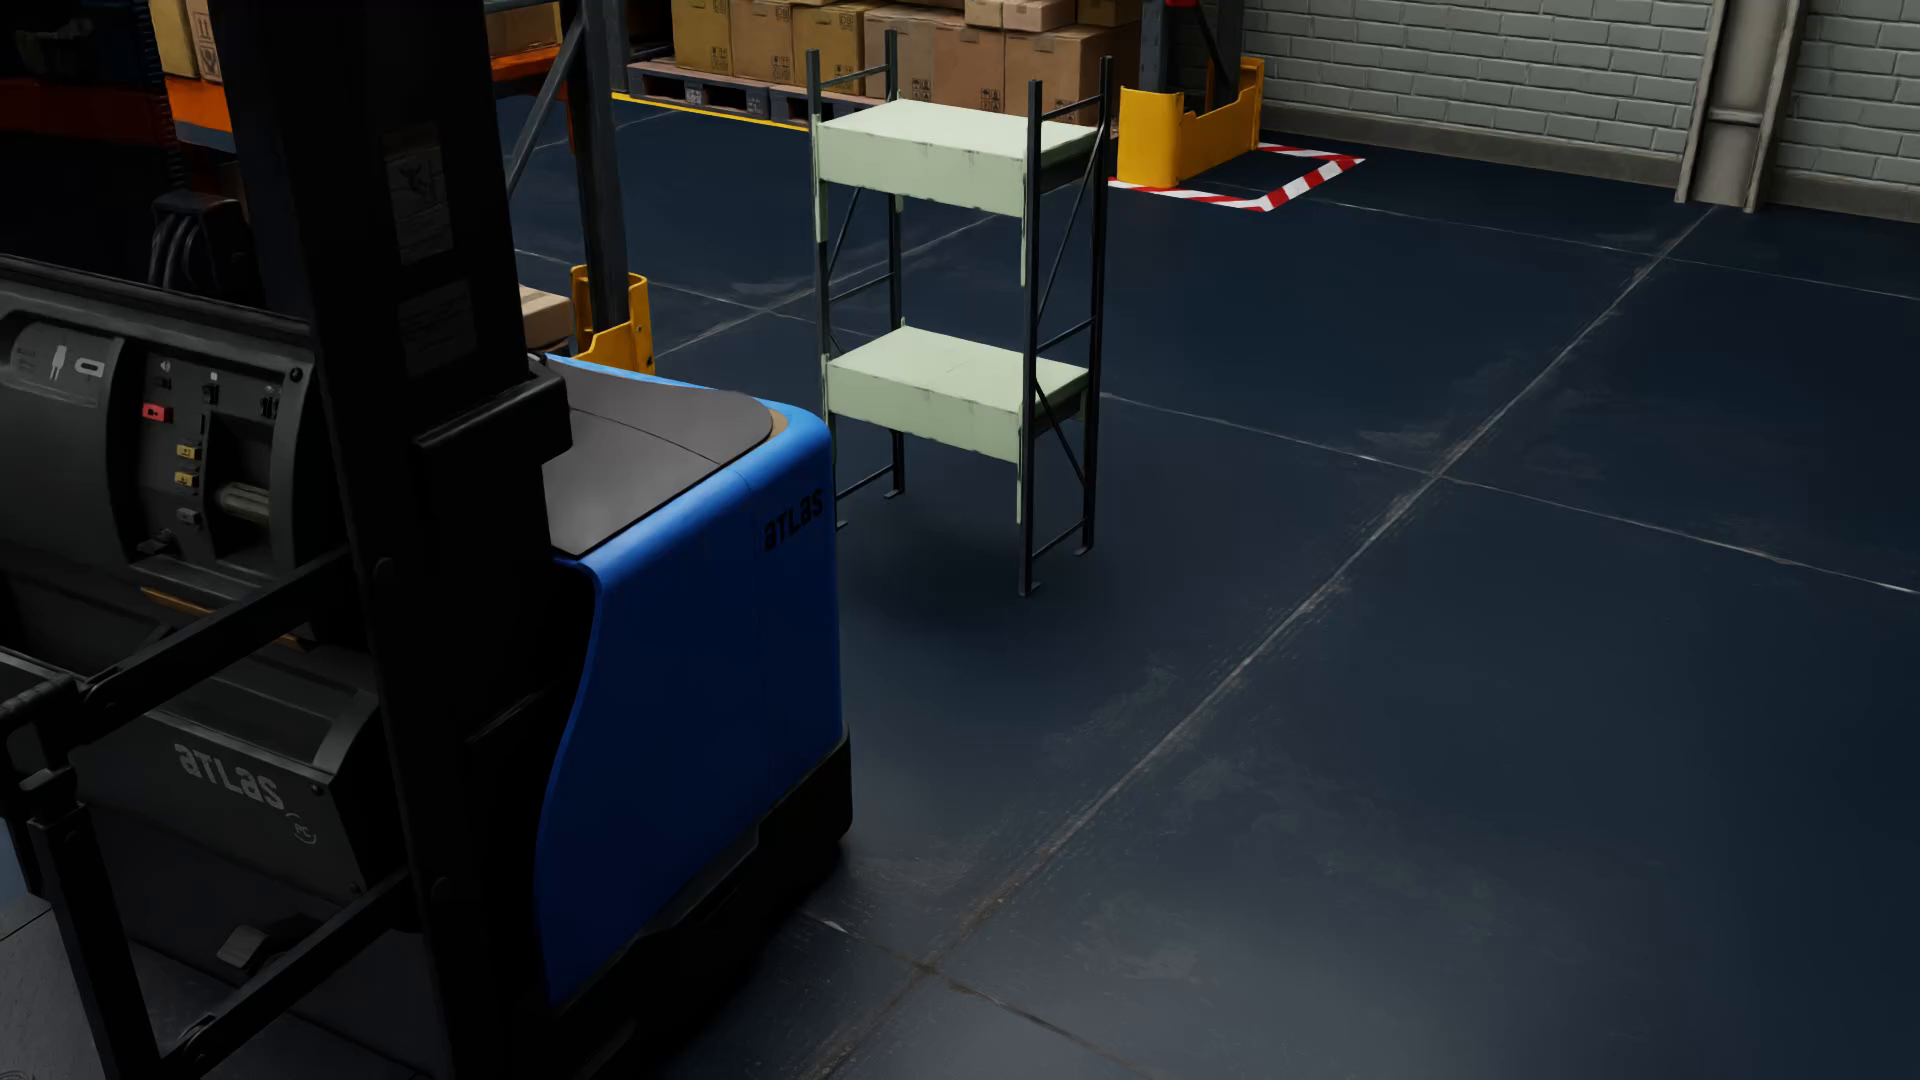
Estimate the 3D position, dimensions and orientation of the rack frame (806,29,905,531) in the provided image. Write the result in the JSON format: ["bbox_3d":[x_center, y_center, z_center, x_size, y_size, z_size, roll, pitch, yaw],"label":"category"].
[{"bbox_3d":[-0.307,-0.764,5.098,0.023,1.500,0.400,17,32,30],"label":"rack frame"}]

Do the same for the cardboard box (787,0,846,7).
[{"bbox_3d":[-0.841,-3.361,10.125,0.250,0.149,0.380,16,31,29],"label":"cardboard box"}]

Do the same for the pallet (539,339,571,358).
[{"bbox_3d":[-2.233,-0.620,6.237,1.213,0.211,1.003,17,32,30],"label":"pallet"}]

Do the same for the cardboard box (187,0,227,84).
[{"bbox_3d":[-2.036,-1.697,5.167,0.500,0.500,0.500,18,32,32],"label":"cardboard box"}]

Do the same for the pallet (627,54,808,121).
[{"bbox_3d":[-1.426,-3.052,11.015,1.213,0.211,1.003,17,32,30],"label":"pallet"}]

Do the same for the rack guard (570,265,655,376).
[{"bbox_3d":[-1.576,-0.545,5.769,0.348,0.500,1.175,17,32,30],"label":"rack guard"}]

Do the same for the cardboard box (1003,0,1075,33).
[{"bbox_3d":[0.446,-2.962,9.340,0.250,0.149,0.380,17,31,30],"label":"cardboard box"}]

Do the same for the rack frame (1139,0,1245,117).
[{"bbox_3d":[1.288,-3.492,8.805,0.127,3.000,1.000,17,32,30],"label":"rack frame"}]

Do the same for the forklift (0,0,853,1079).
[{"bbox_3d":[-1.383,-0.125,2.263,1.130,2.935,3.031,14,30,25],"label":"forklift"}]

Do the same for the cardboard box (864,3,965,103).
[{"bbox_3d":[-0.173,-2.965,10.062,0.500,0.500,0.700,16,31,29],"label":"cardboard box"}]

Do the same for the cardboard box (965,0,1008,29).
[{"bbox_3d":[0.235,-3.027,9.469,0.250,0.149,0.380,18,32,32],"label":"cardboard box"}]

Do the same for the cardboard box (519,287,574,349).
[{"bbox_3d":[-1.664,-0.801,6.175,0.250,0.149,0.380,17,32,30],"label":"cardboard box"}]

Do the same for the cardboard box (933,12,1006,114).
[{"bbox_3d":[0.242,-2.836,9.809,0.500,0.500,0.700,17,32,30],"label":"cardboard box"}]

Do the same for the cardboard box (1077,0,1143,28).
[{"bbox_3d":[0.871,-3.040,9.493,0.250,0.149,0.380,18,32,31],"label":"cardboard box"}]

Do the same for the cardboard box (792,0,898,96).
[{"bbox_3d":[-0.616,-3.099,10.326,0.500,0.500,0.700,18,32,31],"label":"cardboard box"}]

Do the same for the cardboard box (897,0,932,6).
[{"bbox_3d":[-0.175,-3.364,10.132,0.250,0.149,0.380,18,32,31],"label":"cardboard box"}]

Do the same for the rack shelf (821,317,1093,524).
[{"bbox_3d":[-0.006,-0.380,5.061,0.720,0.370,0.431,17,32,30],"label":"rack shelf"}]

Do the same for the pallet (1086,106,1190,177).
[{"bbox_3d":[0.585,-2.426,9.784,1.213,0.211,1.003,17,32,30],"label":"pallet"}]

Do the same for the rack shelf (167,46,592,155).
[{"bbox_3d":[-3.162,-1.832,6.336,4.000,0.370,1.077,17,32,30],"label":"rack shelf"}]

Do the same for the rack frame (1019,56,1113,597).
[{"bbox_3d":[0.296,-0.576,4.729,0.023,1.500,0.400,17,32,30],"label":"rack frame"}]

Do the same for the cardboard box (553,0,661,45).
[{"bbox_3d":[-2.618,-3.867,11.448,0.750,0.750,0.750,18,32,31],"label":"cardboard box"}]

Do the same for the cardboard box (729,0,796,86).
[{"bbox_3d":[-1.038,-3.232,10.587,0.500,0.500,0.700,17,32,30],"label":"cardboard box"}]

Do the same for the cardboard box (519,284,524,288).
[{"bbox_3d":[-1.870,-0.873,6.297,0.250,0.166,0.380,17,32,30],"label":"cardboard box"}]

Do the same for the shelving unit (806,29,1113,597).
[{"bbox_3d":[-0.006,-0.670,4.913,0.755,1.500,0.431,17,32,30],"label":"shelving unit"}]

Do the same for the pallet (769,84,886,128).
[{"bbox_3d":[-0.416,-2.739,10.400,1.213,0.211,1.003,17,32,30],"label":"pallet"}]

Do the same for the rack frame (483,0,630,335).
[{"bbox_3d":[-1.513,-1.639,5.164,0.127,3.000,1.000,17,32,30],"label":"rack frame"}]

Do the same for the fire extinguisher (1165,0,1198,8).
[{"bbox_3d":[1.151,-3.080,8.492,0.183,0.674,0.296,17,32,30],"label":"fire extinguisher"}]

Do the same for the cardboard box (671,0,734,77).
[{"bbox_3d":[-1.450,-3.362,10.842,0.500,0.500,0.700,18,32,31],"label":"cardboard box"}]

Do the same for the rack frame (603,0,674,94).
[{"bbox_3d":[-2.009,-4.519,10.823,0.127,3.000,1.000,17,32,30],"label":"rack frame"}]

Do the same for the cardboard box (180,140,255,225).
[{"bbox_3d":[-3.259,-1.269,6.705,0.637,0.503,0.797,17,32,30],"label":"cardboard box"}]

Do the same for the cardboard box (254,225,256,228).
[{"bbox_3d":[-2.625,-1.112,6.675,0.500,0.250,0.500,17,32,30],"label":"cardboard box"}]

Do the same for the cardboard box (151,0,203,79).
[{"bbox_3d":[-2.466,-1.829,5.427,0.500,0.500,0.500,18,32,31],"label":"cardboard box"}]

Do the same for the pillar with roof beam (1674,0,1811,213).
[{"bbox_3d":[1.566,-4.187,3.555,0.400,9.000,9.100,17,32,30],"label":"pillar with roof beam"}]

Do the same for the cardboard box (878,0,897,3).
[{"bbox_3d":[-0.383,-3.430,10.260,0.250,0.149,0.380,17,31,29],"label":"cardboard box"}]

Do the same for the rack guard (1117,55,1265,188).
[{"bbox_3d":[1.308,-2.372,9.360,0.348,0.500,1.175,17,32,30],"label":"rack guard"}]

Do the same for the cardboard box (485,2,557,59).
[{"bbox_3d":[-1.730,-1.896,5.559,0.500,0.500,0.500,18,32,31],"label":"cardboard box"}]

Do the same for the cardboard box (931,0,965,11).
[{"bbox_3d":[0.037,-3.299,10.003,0.250,0.149,0.380,18,32,31],"label":"cardboard box"}]

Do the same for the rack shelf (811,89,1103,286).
[{"bbox_3d":[-0.006,-1.018,4.736,0.720,0.370,0.431,17,32,30],"label":"rack shelf"}]

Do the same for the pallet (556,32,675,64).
[{"bbox_3d":[-2.687,-3.447,11.790,1.213,0.211,1.003,17,32,30],"label":"pallet"}]

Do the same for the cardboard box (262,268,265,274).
[{"bbox_3d":[-2.101,-0.769,5.725,0.500,0.500,0.500,17,32,30],"label":"cardboard box"}]

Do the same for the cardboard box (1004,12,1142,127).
[{"bbox_3d":[0.655,-2.708,9.557,0.500,0.500,0.700,17,32,30],"label":"cardboard box"}]
